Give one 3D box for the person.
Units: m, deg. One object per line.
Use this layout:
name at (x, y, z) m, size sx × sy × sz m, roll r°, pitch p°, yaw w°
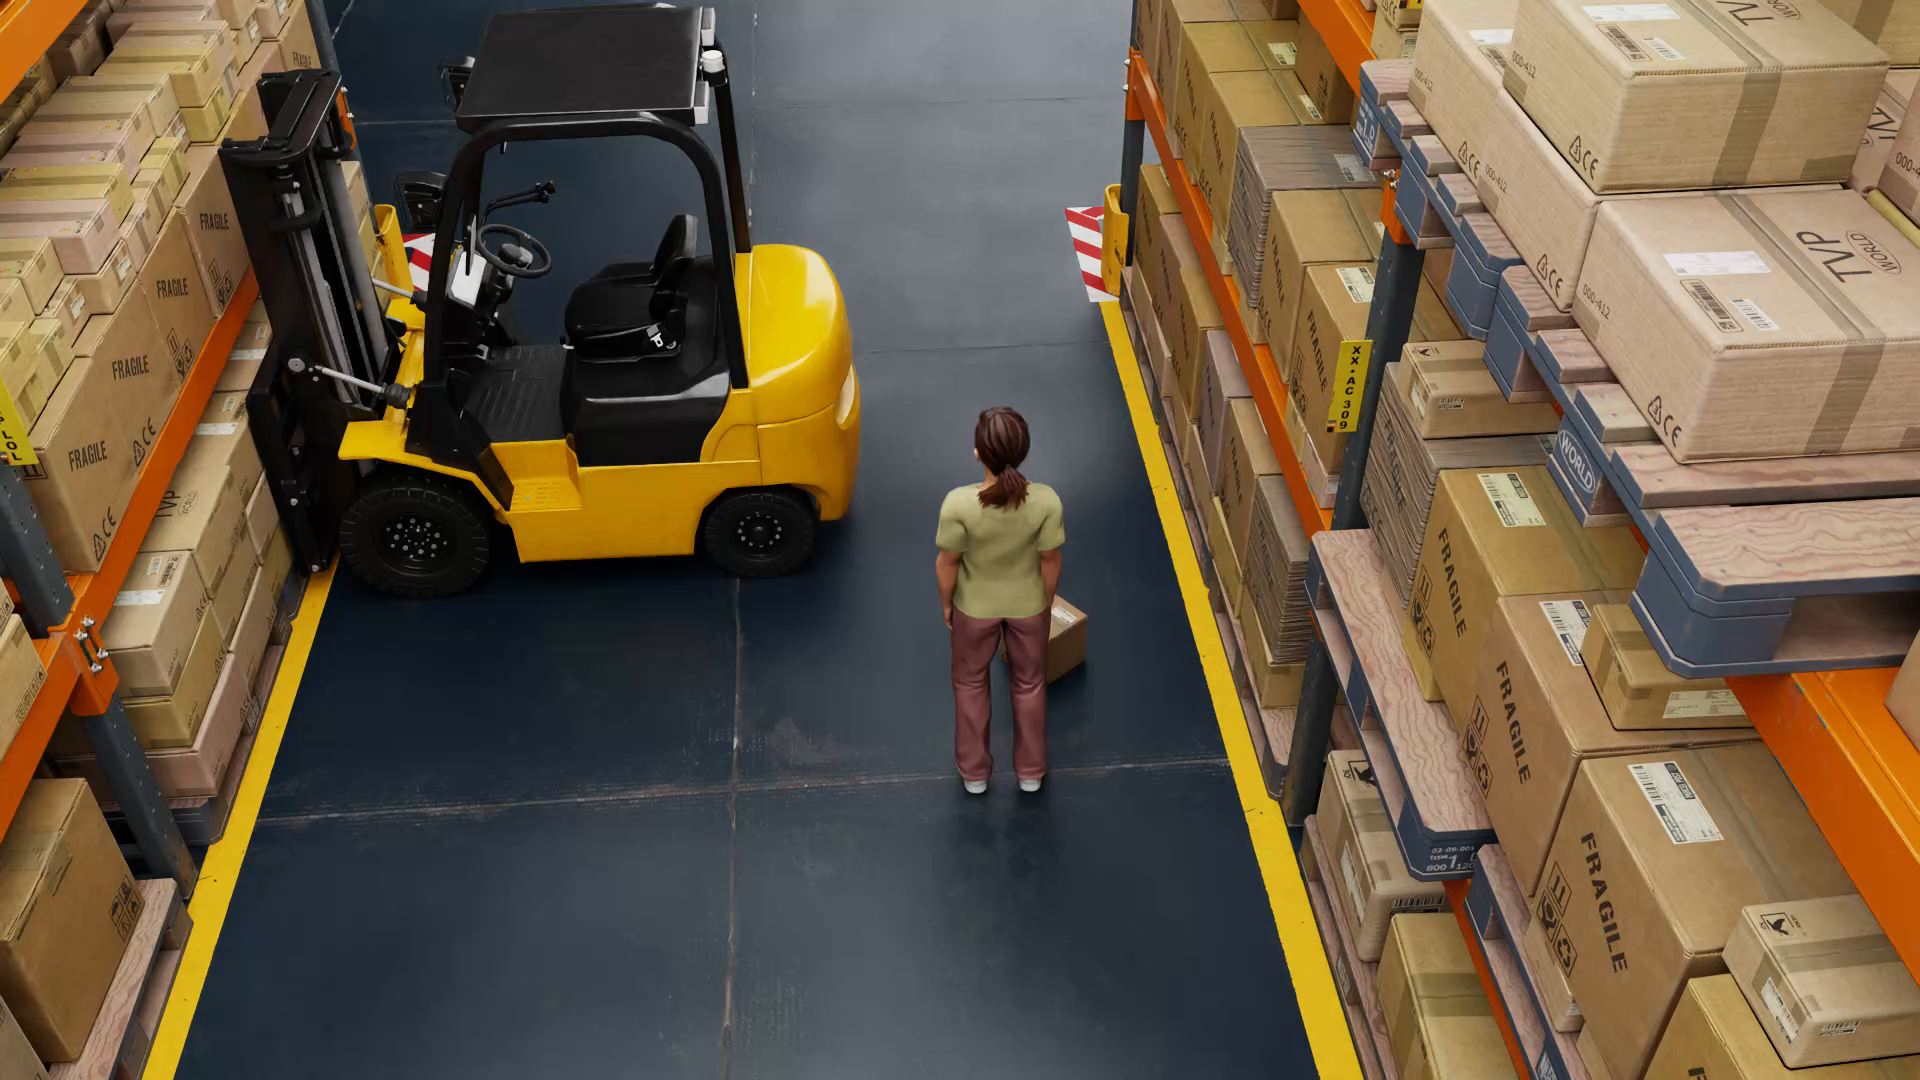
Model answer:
person at (0.135, 0.240, 5.869) m, size 0.441 × 1.672 × 0.359 m, roll -2°, pitch 39°, yaw -3°
